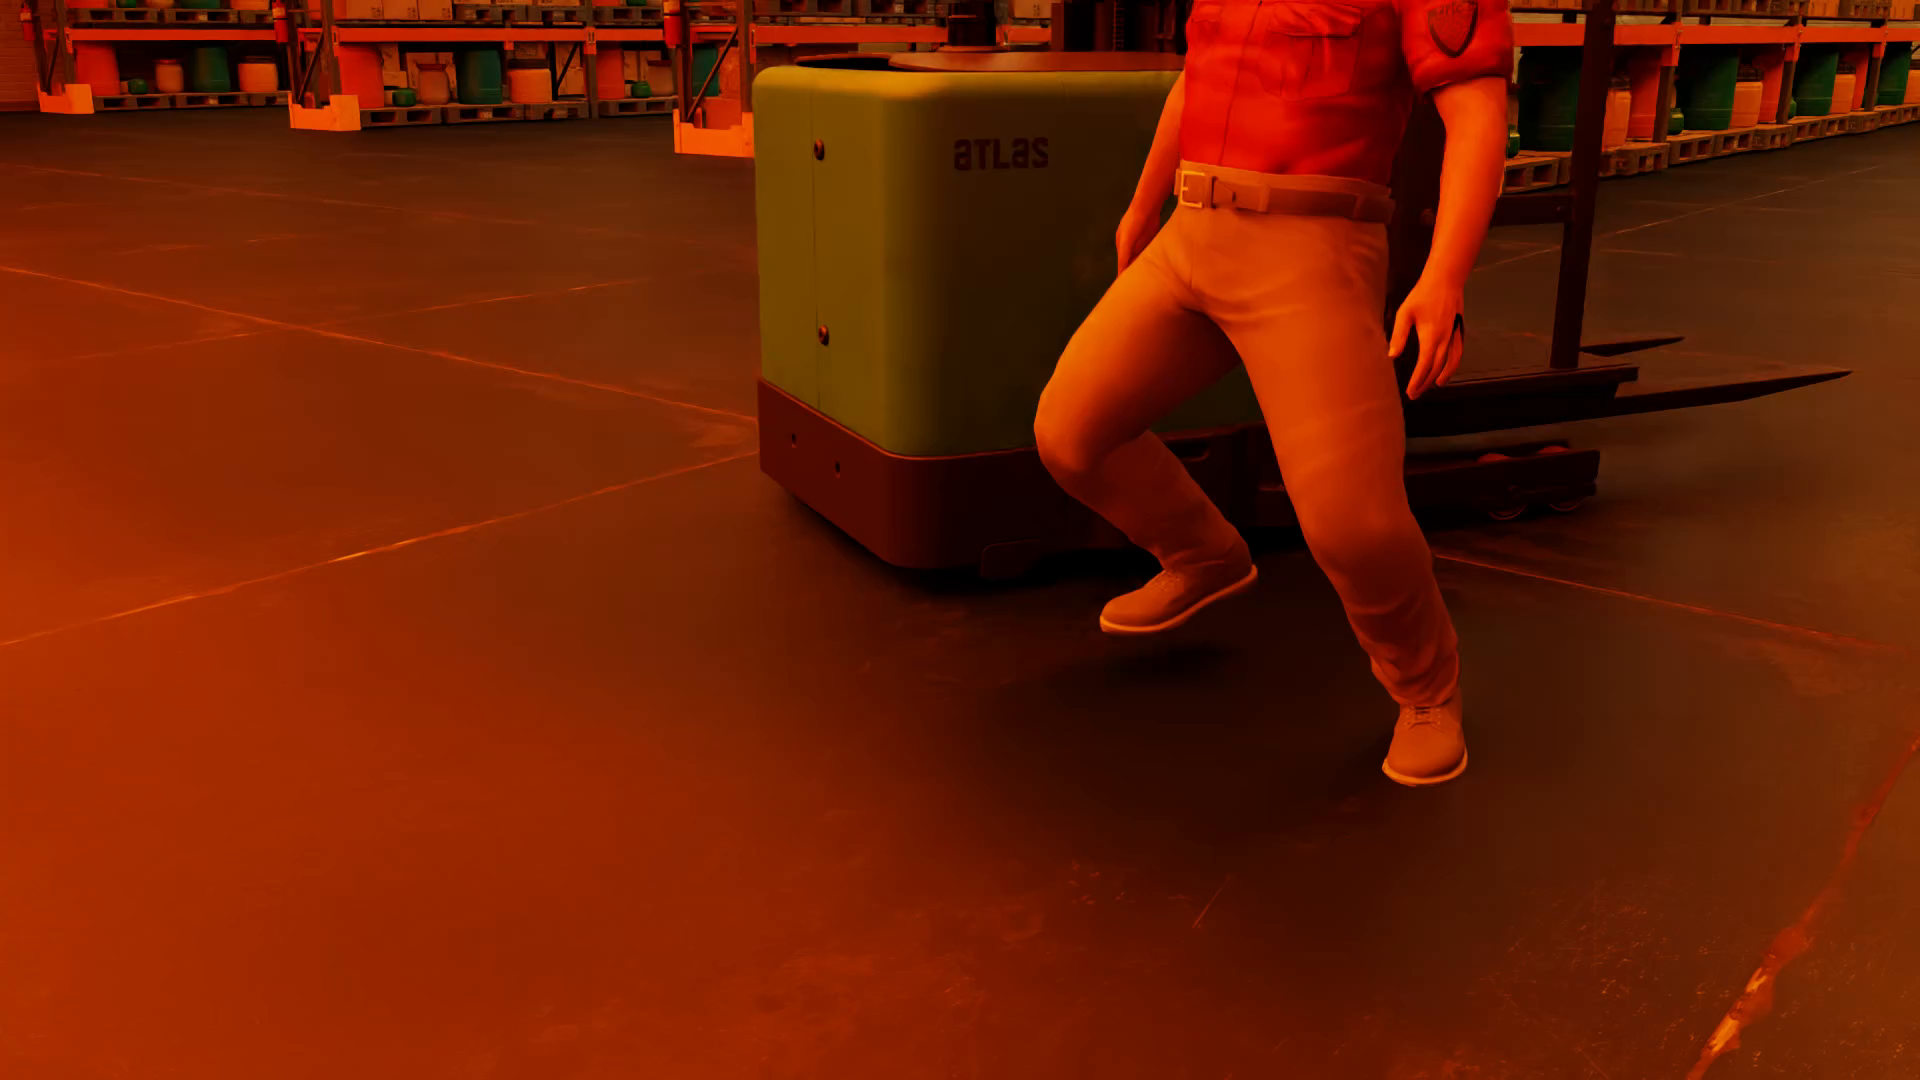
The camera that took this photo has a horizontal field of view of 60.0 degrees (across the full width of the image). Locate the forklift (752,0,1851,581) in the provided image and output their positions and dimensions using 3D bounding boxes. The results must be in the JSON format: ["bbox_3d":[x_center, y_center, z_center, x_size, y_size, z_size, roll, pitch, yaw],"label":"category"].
[{"bbox_3d":[1.043,-1.581,4.104,3.031,2.935,1.130,-7,18,-23],"label":"forklift"}]

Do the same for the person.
[{"bbox_3d":[0.513,-0.466,2.718,0.559,1.637,0.934,-10,20,-30],"label":"person"}]
